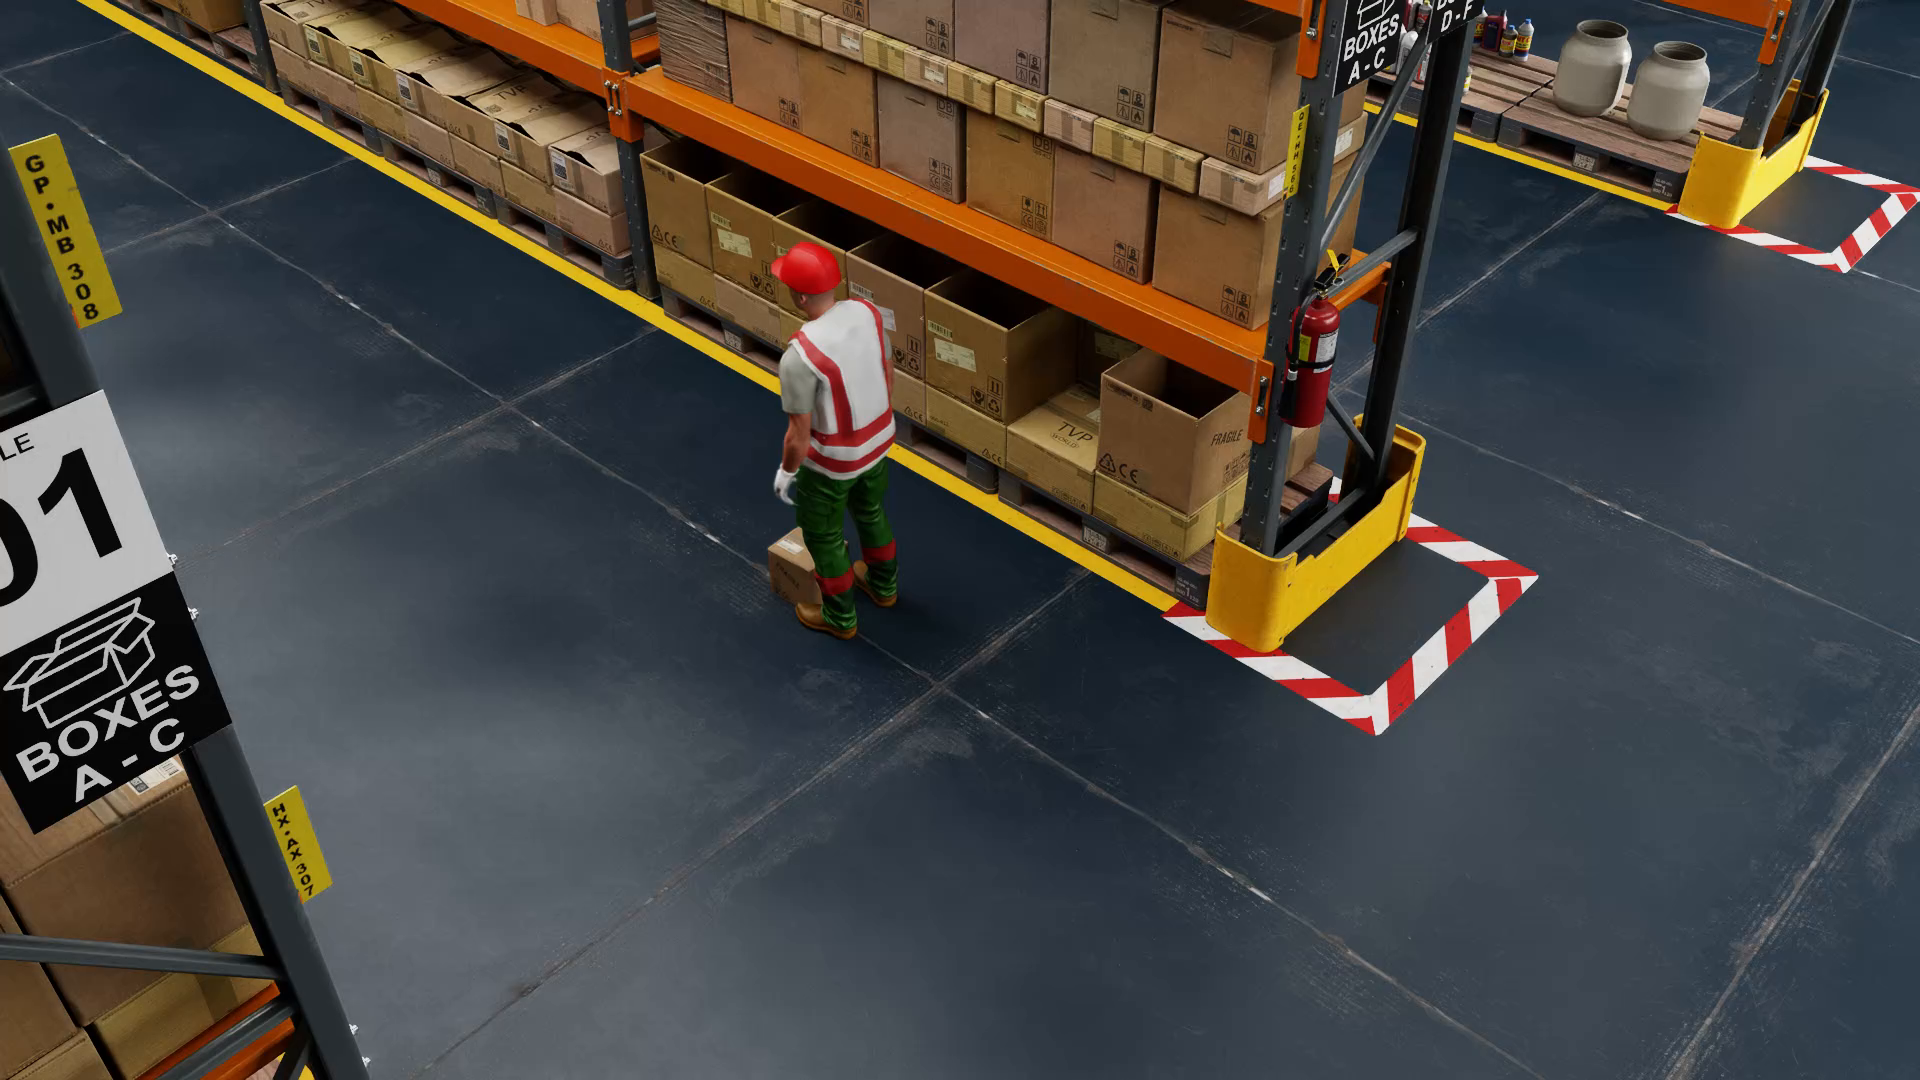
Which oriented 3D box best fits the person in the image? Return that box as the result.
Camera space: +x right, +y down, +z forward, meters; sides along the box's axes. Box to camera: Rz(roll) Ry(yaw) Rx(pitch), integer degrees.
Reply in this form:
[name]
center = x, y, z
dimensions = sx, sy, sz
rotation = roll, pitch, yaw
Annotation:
[person]
center = -0.494, -0.370, 6.598
dimensions = 0.445, 1.781, 0.622
rotation = 28, 46, 30
